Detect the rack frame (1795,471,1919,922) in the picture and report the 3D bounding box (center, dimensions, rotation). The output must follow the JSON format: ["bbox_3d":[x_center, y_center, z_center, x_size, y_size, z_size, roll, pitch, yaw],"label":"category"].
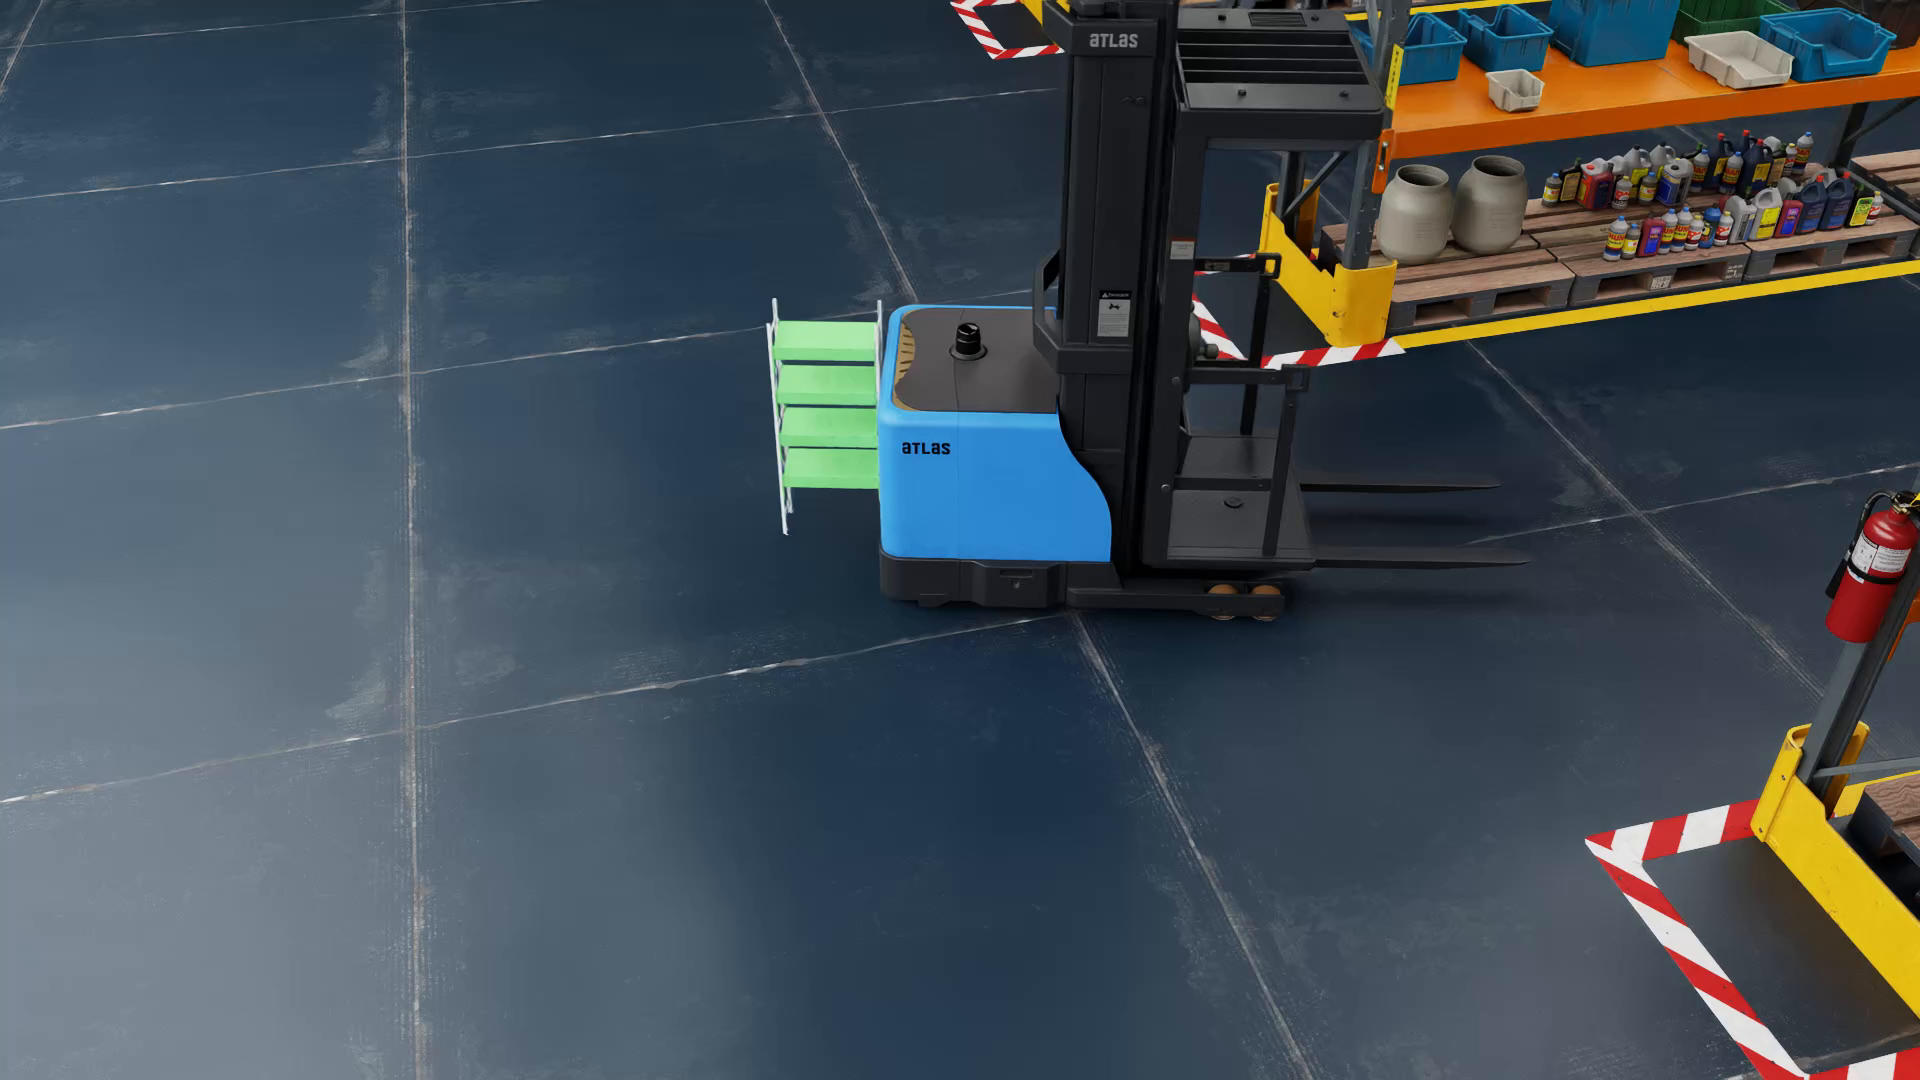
[{"bbox_3d":[3.422,0.272,5.405,0.127,3.000,1.000,-9,38,-12],"label":"rack frame"}]

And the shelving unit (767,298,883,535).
[{"bbox_3d":[-0.620,-0.568,7.984,0.503,1.200,0.258,1,37,1],"label":"shelving unit"}]

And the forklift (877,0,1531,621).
[{"bbox_3d":[1.154,-1.119,7.280,3.031,2.935,1.130,1,37,1],"label":"forklift"}]

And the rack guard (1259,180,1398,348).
[{"bbox_3d":[2.192,-1.680,10.014,0.348,0.500,1.175,-9,38,-12],"label":"rack guard"}]

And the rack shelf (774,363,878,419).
[{"bbox_3d":[-0.620,-0.708,7.877,0.480,0.148,0.258,1,37,1],"label":"rack shelf"}]

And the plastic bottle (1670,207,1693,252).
[{"bbox_3d":[4.390,-1.899,10.126,0.097,0.271,0.097,0,37,0],"label":"plastic bottle"}]

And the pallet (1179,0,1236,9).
[{"bbox_3d":[1.570,-4.578,14.039,1.213,0.211,1.003,-9,38,-12],"label":"pallet"}]

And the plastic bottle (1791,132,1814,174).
[{"bbox_3d":[5.570,-2.565,10.997,0.097,0.271,0.097,0,37,0],"label":"plastic bottle"}]

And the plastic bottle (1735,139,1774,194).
[{"bbox_3d":[5.142,-2.420,10.743,0.185,0.351,0.144,-9,38,-12],"label":"plastic bottle"}]

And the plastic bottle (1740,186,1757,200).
[{"bbox_3d":[4.897,-2.066,10.335,0.133,0.283,0.061,-9,38,-12],"label":"plastic bottle"}]

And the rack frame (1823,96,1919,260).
[{"bbox_3d":[5.992,-3.267,10.031,0.127,3.000,1.000,-9,38,-12],"label":"rack frame"}]

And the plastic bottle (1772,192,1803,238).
[{"bbox_3d":[5.114,-2.011,10.263,0.133,0.283,0.061,-7,38,-9],"label":"plastic bottle"}]

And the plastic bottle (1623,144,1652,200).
[{"bbox_3d":[4.333,-2.378,10.688,0.185,0.351,0.144,-8,38,-10],"label":"plastic bottle"}]

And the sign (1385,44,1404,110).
[{"bbox_3d":[2.270,-2.420,8.696,0.005,0.325,0.100,-9,38,-12],"label":"sign"}]

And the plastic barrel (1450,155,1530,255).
[{"bbox_3d":[3.230,-2.040,10.130,0.421,0.512,0.421,0,37,0],"label":"plastic barrel"}]

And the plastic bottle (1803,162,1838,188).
[{"bbox_3d":[5.408,-2.203,10.459,0.185,0.351,0.144,-9,38,-12],"label":"plastic bottle"}]

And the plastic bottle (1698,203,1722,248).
[{"bbox_3d":[4.585,-1.931,10.168,0.097,0.271,0.097,0,37,0],"label":"plastic bottle"}]

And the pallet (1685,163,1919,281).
[{"bbox_3d":[5.333,-2.077,10.771,1.213,0.211,1.003,-9,38,-12],"label":"pallet"}]

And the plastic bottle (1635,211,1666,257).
[{"bbox_3d":[4.186,-1.859,10.064,0.133,0.283,0.061,-9,38,-11],"label":"plastic bottle"}]

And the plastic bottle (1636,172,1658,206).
[{"bbox_3d":[4.406,-2.255,10.650,0.097,0.201,0.097,0,37,0],"label":"plastic bottle"}]

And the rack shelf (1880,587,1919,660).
[{"bbox_3d":[5.353,0.241,6.038,4.000,0.370,1.077,-9,38,-12],"label":"rack shelf"}]

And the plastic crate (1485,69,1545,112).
[{"bbox_3d":[3.078,-2.482,9.222,0.250,0.136,0.298,-9,38,-12],"label":"plastic crate"}]

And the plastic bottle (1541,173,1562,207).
[{"bbox_3d":[3.789,-2.245,10.636,0.097,0.201,0.097,0,37,0],"label":"plastic bottle"}]

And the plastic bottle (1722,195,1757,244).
[{"bbox_3d":[4.791,-1.984,10.233,0.135,0.276,0.152,-9,38,-11],"label":"plastic bottle"}]

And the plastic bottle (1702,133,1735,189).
[{"bbox_3d":[4.923,-2.475,10.814,0.185,0.351,0.144,-11,39,-14],"label":"plastic bottle"}]

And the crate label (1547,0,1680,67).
[{"bbox_3d":[3.837,-3.097,9.781,0.616,0.435,0.502,-9,38,-12],"label":"crate label"}]

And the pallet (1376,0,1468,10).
[{"bbox_3d":[3.926,-4.964,14.545,1.213,0.211,1.003,-9,38,-12],"label":"pallet"}]

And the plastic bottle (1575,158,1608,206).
[{"bbox_3d":[4.040,-2.298,10.644,0.135,0.276,0.152,-9,38,-12],"label":"plastic bottle"}]

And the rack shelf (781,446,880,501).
[{"bbox_3d":[-0.620,-0.326,8.169,0.480,0.148,0.258,1,37,1],"label":"rack shelf"}]

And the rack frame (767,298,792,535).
[{"bbox_3d":[-0.864,-0.572,7.990,0.015,1.200,0.240,1,37,1],"label":"rack frame"}]

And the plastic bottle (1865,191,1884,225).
[{"bbox_3d":[5.723,-2.090,10.434,0.097,0.201,0.097,0,37,0],"label":"plastic bottle"}]

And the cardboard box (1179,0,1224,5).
[{"bbox_3d":[1.900,-4.650,13.757,0.500,0.250,0.500,-9,38,-12],"label":"cardboard box"}]

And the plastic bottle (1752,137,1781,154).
[{"bbox_3d":[5.265,-2.499,10.907,0.135,0.276,0.152,-8,38,-10],"label":"plastic bottle"}]

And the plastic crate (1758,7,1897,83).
[{"bbox_3d":[4.995,-2.873,9.639,0.616,0.251,0.499,-9,38,-12],"label":"plastic crate"}]

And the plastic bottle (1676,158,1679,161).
[{"bbox_3d":[4.643,-2.385,10.819,0.097,0.201,0.097,0,37,0],"label":"plastic bottle"}]

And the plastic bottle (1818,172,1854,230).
[{"bbox_3d":[5.446,-2.118,10.348,0.185,0.351,0.144,-10,39,-13],"label":"plastic bottle"}]

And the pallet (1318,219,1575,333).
[{"bbox_3d":[2.977,-1.691,10.266,1.213,0.211,1.003,-9,38,-12],"label":"pallet"}]

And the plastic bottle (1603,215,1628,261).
[{"bbox_3d":[3.962,-1.829,10.035,0.097,0.271,0.097,0,37,0],"label":"plastic bottle"}]

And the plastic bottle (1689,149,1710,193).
[{"bbox_3d":[4.790,-2.398,10.779,0.097,0.271,0.097,0,37,0],"label":"plastic bottle"}]

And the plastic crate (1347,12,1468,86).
[{"bbox_3d":[2.536,-2.829,9.581,0.616,0.251,0.499,-9,38,-12],"label":"plastic crate"}]
